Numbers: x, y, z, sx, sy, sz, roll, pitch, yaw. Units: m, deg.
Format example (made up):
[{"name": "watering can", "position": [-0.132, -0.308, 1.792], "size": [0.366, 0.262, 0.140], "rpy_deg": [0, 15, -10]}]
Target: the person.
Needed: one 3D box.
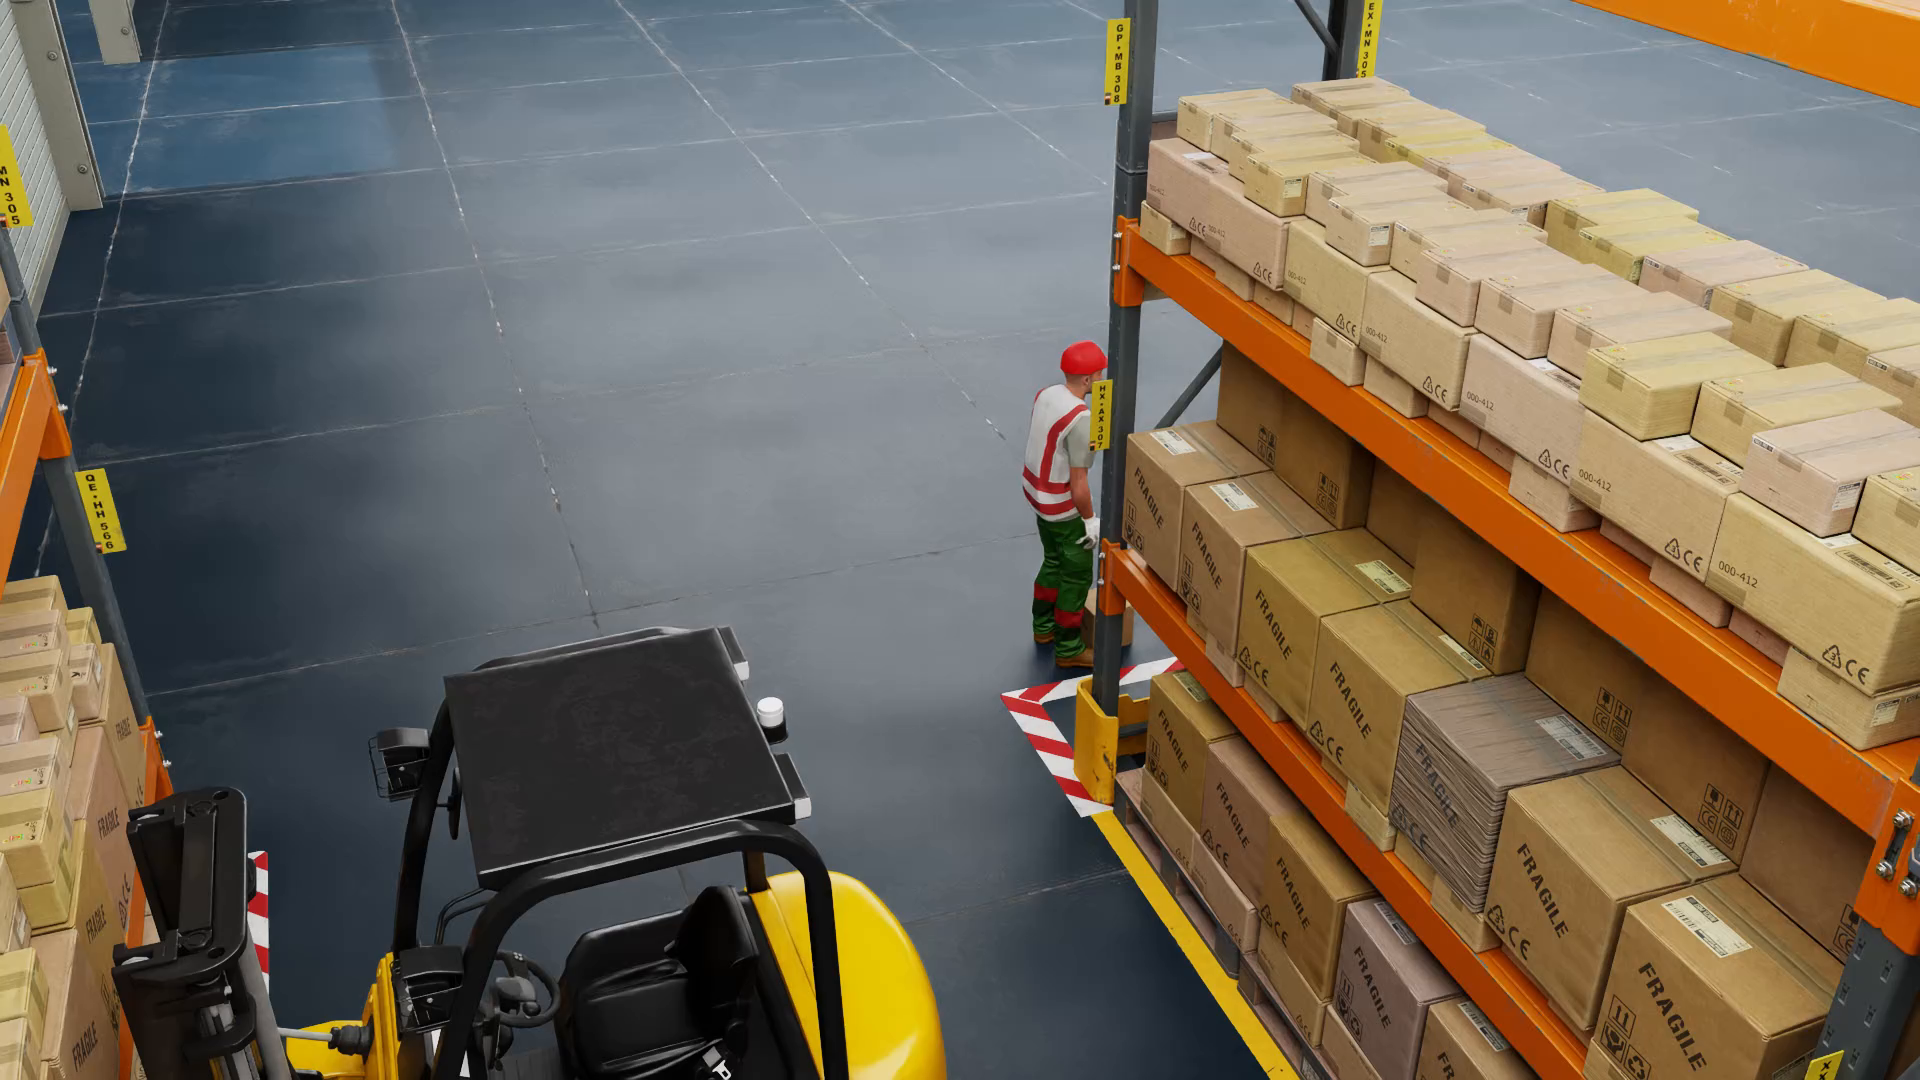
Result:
[{"name": "person", "position": [0.568, -0.191, 8.668], "size": [0.449, 1.779, 0.609], "rpy_deg": [-10, 31, -17]}]
